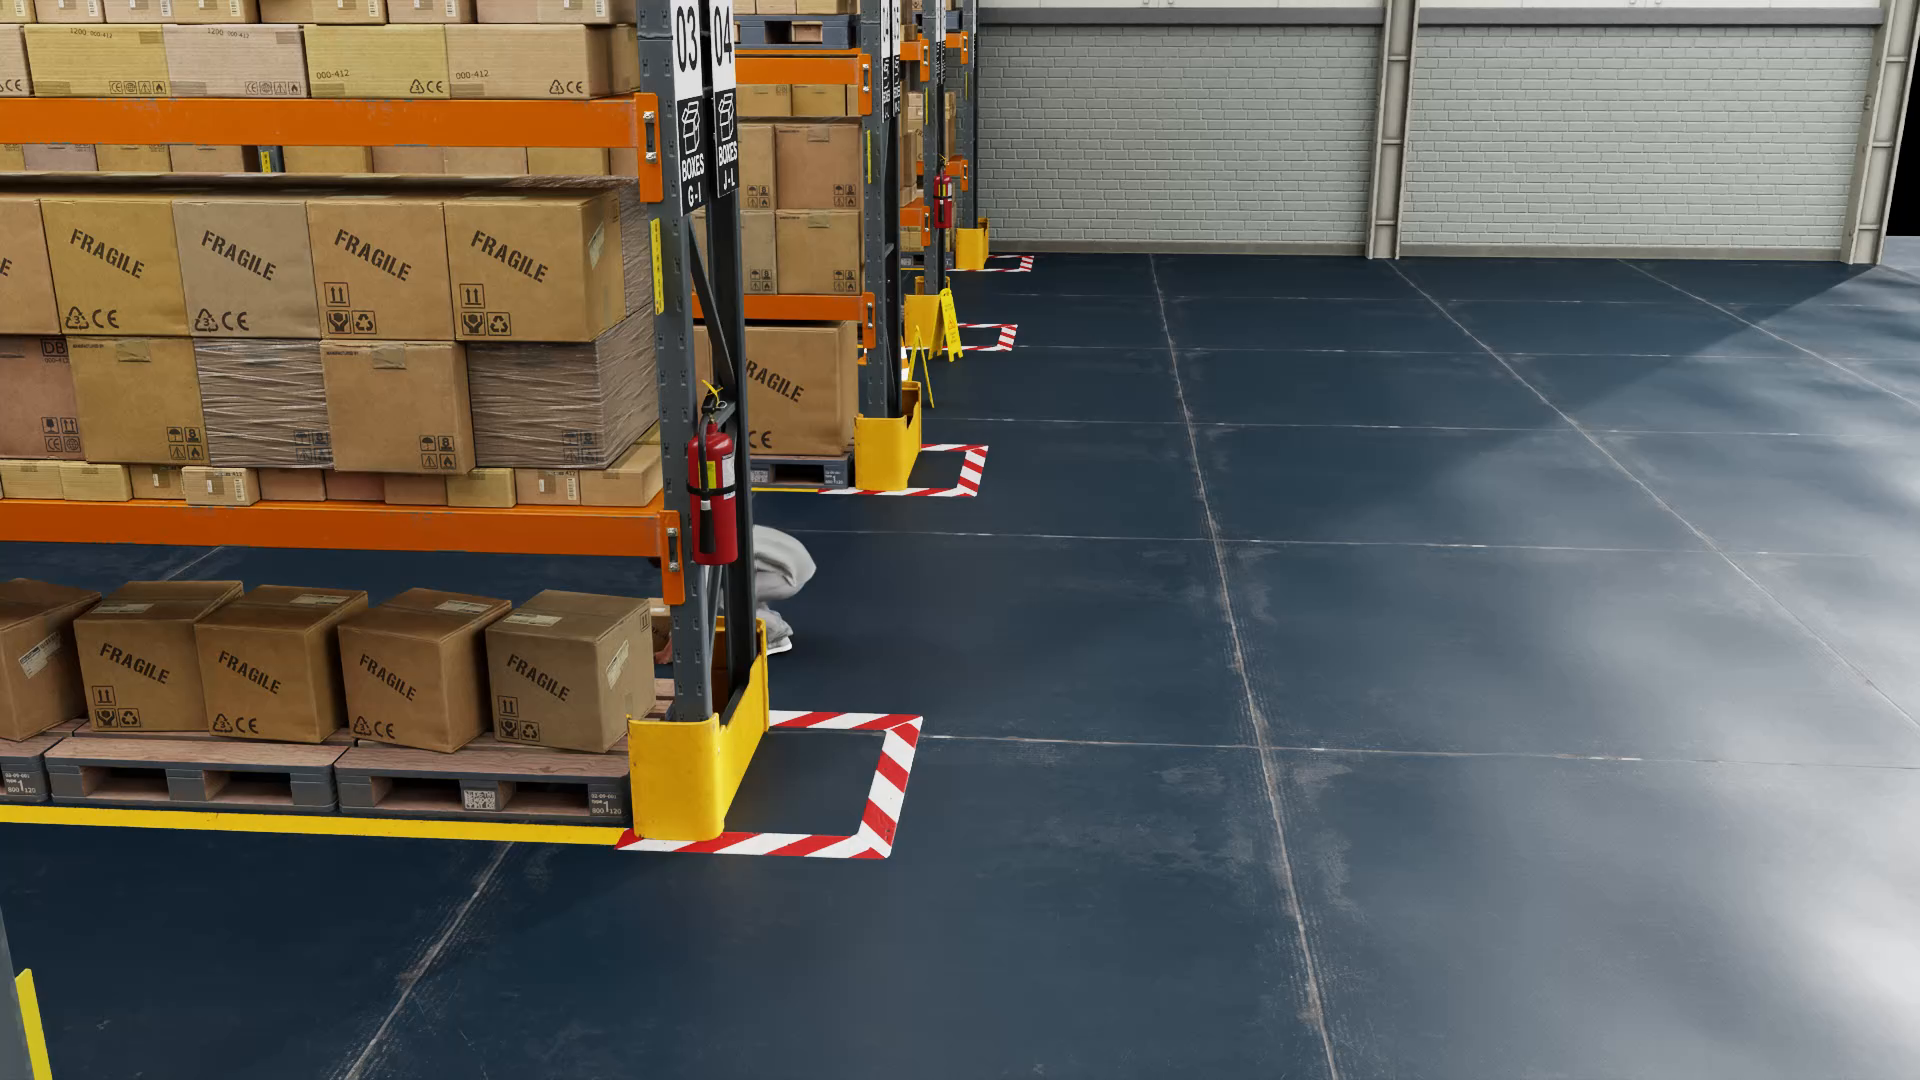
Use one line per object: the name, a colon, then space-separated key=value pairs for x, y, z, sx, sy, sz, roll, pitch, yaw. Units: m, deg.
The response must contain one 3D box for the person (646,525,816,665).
person: x=-1.155 y=0.252 z=8.350 sx=0.870 sy=0.736 sz=0.423 roll=-4 pitch=18 yaw=-12
